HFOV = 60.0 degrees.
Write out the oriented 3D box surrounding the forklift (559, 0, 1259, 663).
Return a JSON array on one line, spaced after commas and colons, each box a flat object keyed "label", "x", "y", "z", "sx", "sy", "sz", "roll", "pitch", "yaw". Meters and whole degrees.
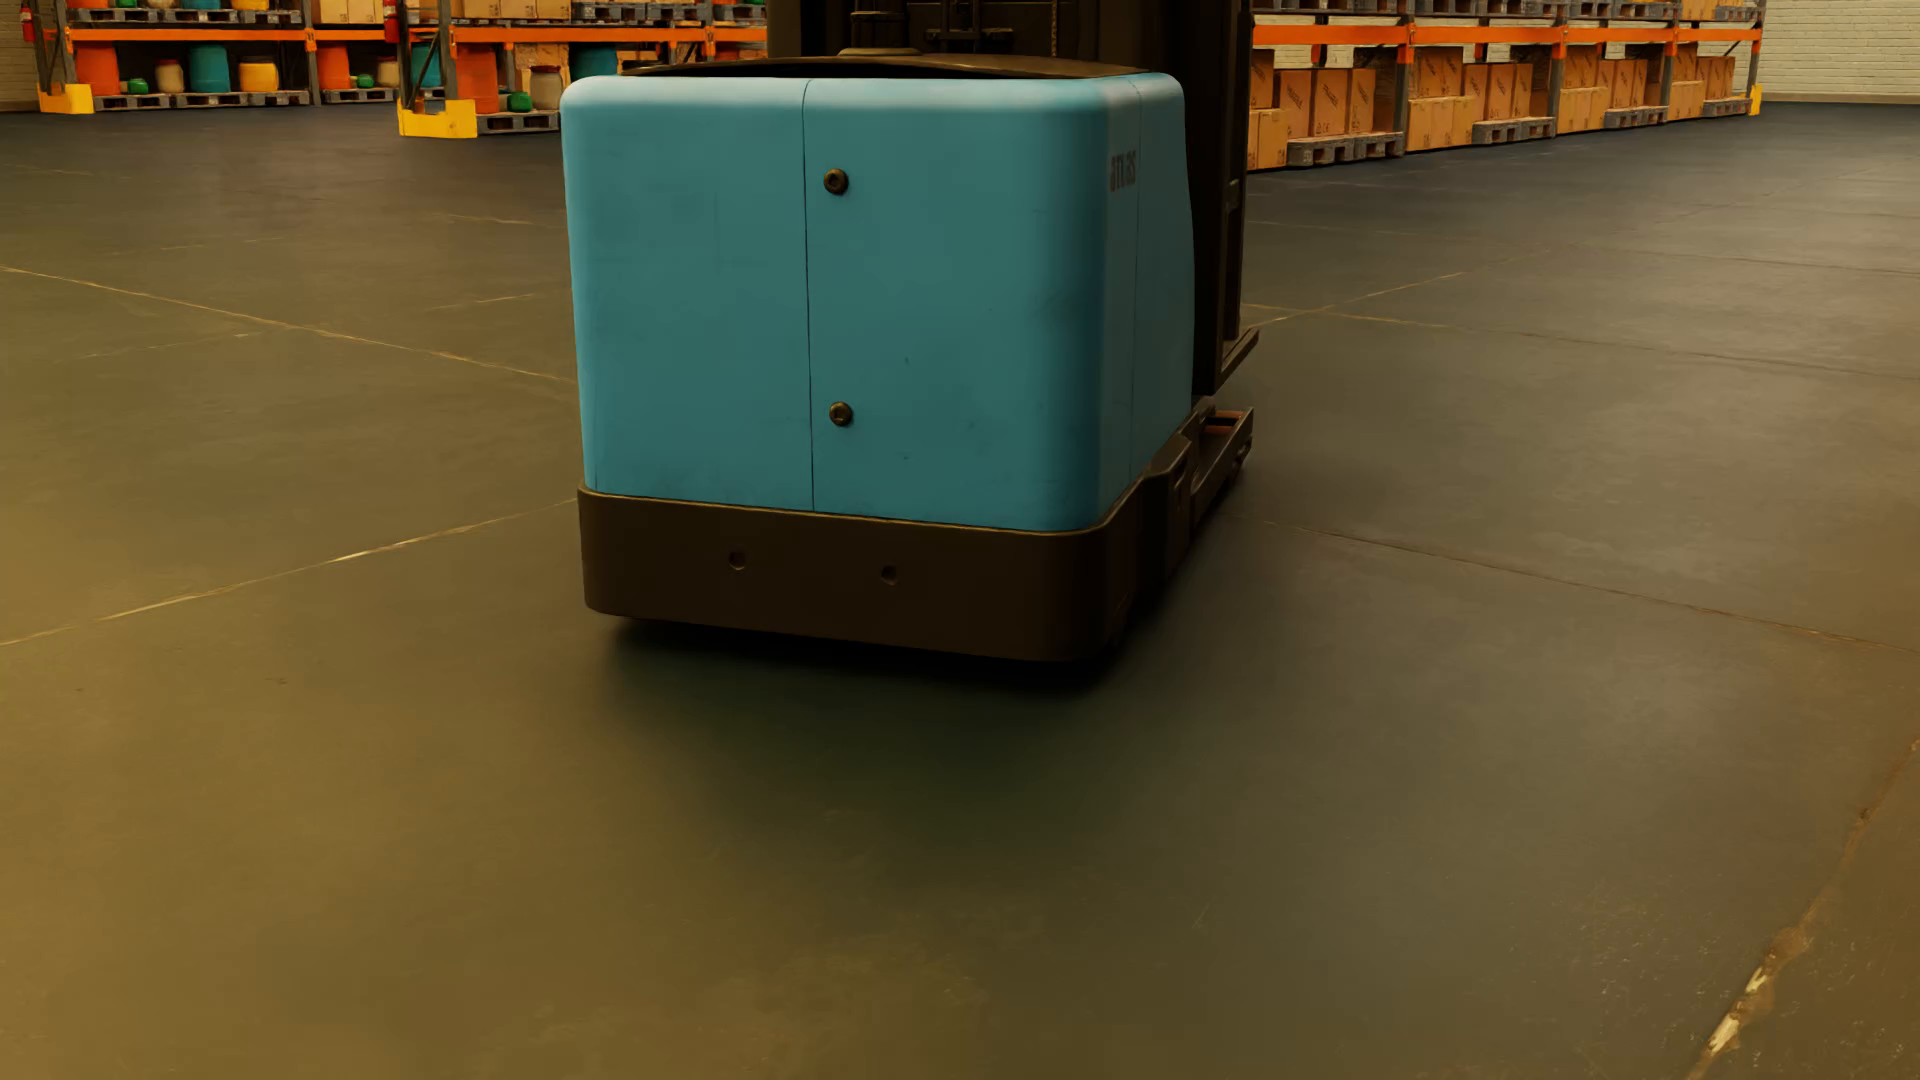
[{"label": "forklift", "x": 0.182, "y": -1.571, "z": 4.072, "sx": 1.130, "sy": 2.935, "sz": 3.031, "roll": 5, "pitch": 18, "yaw": 17}]
